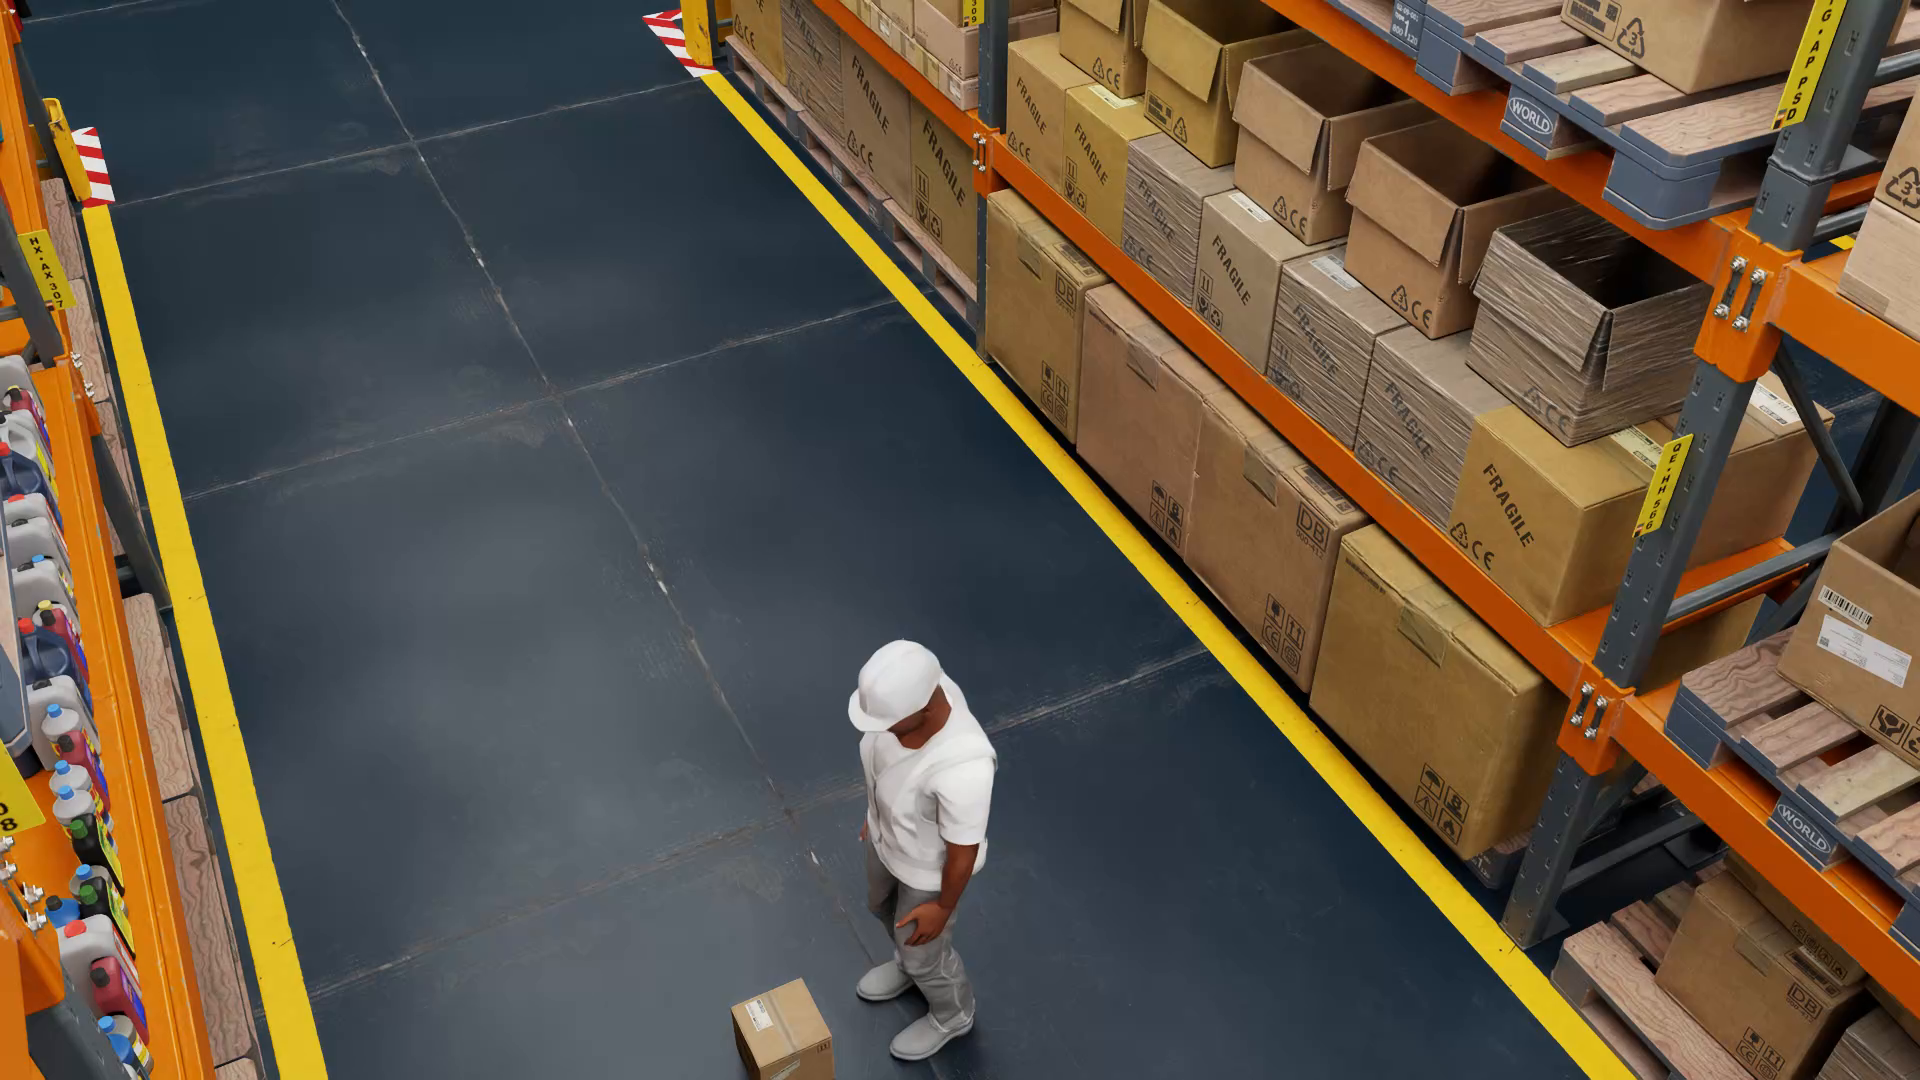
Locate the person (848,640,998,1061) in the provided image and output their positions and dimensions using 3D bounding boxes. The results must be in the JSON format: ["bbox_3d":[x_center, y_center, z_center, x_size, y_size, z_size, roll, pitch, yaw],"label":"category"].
[{"bbox_3d":[-0.127,0.943,5.070,0.390,1.748,0.575,-18,44,-20],"label":"person"}]
